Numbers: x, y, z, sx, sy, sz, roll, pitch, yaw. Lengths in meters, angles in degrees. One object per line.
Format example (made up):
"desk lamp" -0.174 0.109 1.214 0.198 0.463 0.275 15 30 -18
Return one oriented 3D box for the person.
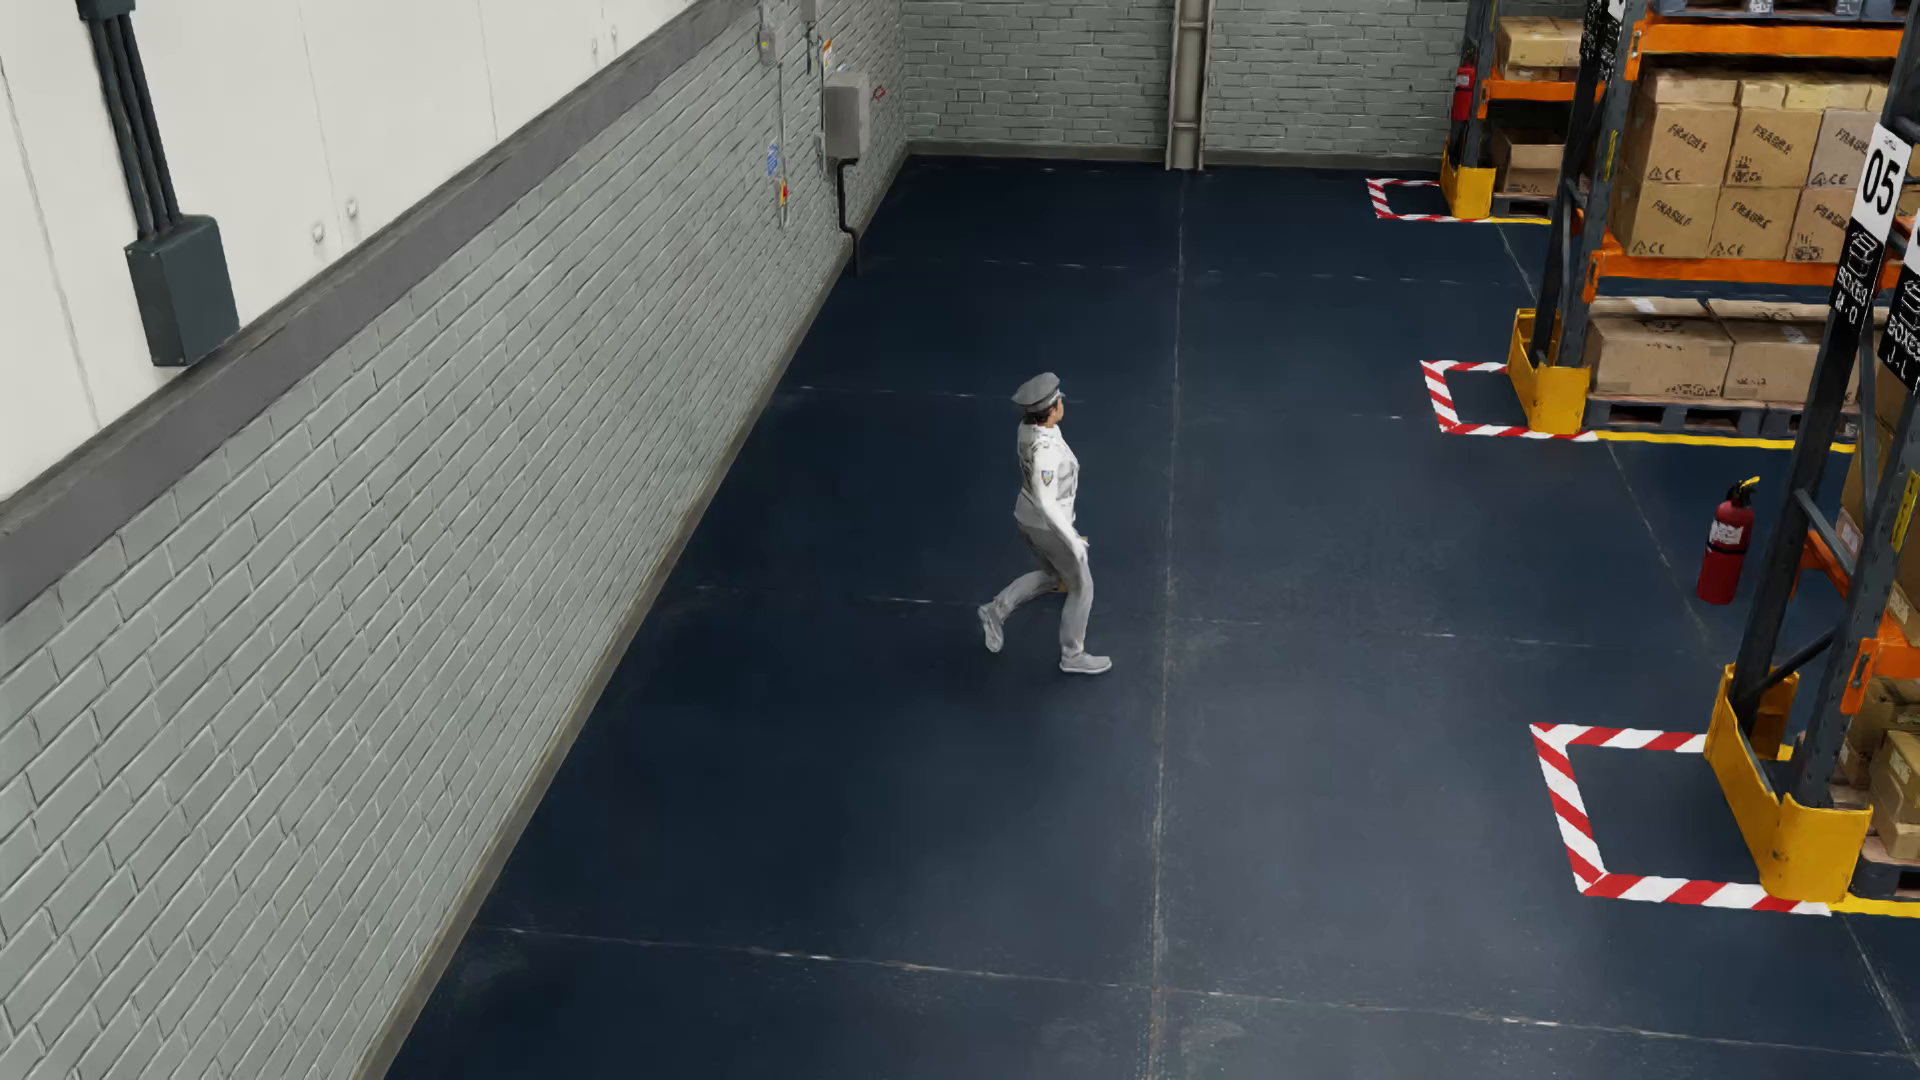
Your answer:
"person" 0.432 -0.080 8.787 0.678 1.640 0.624 -9 30 -17
